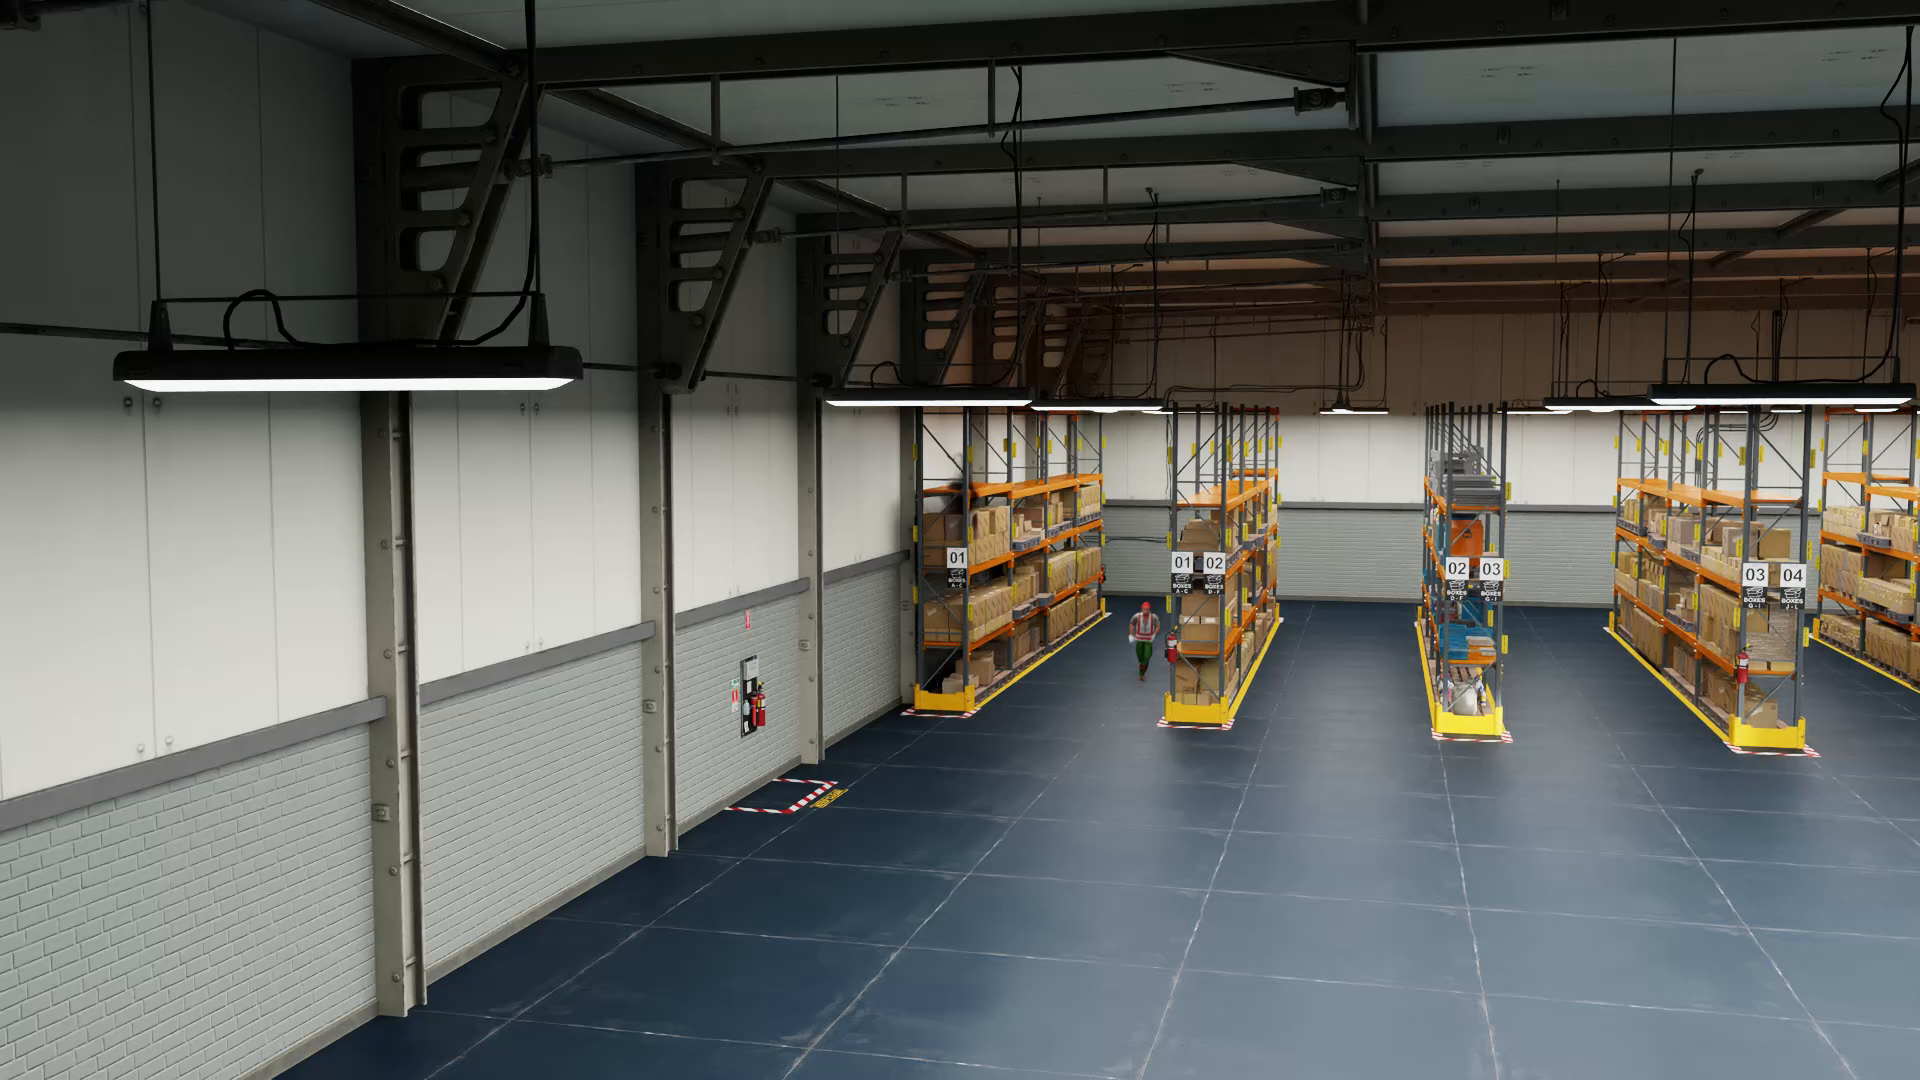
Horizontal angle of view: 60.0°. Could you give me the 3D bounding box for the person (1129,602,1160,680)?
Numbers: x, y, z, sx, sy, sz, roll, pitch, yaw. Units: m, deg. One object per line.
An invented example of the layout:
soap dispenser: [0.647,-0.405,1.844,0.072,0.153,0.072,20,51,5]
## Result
person: [4.025,2.191,36.280,0.657,1.716,0.700,0,4,-1]
